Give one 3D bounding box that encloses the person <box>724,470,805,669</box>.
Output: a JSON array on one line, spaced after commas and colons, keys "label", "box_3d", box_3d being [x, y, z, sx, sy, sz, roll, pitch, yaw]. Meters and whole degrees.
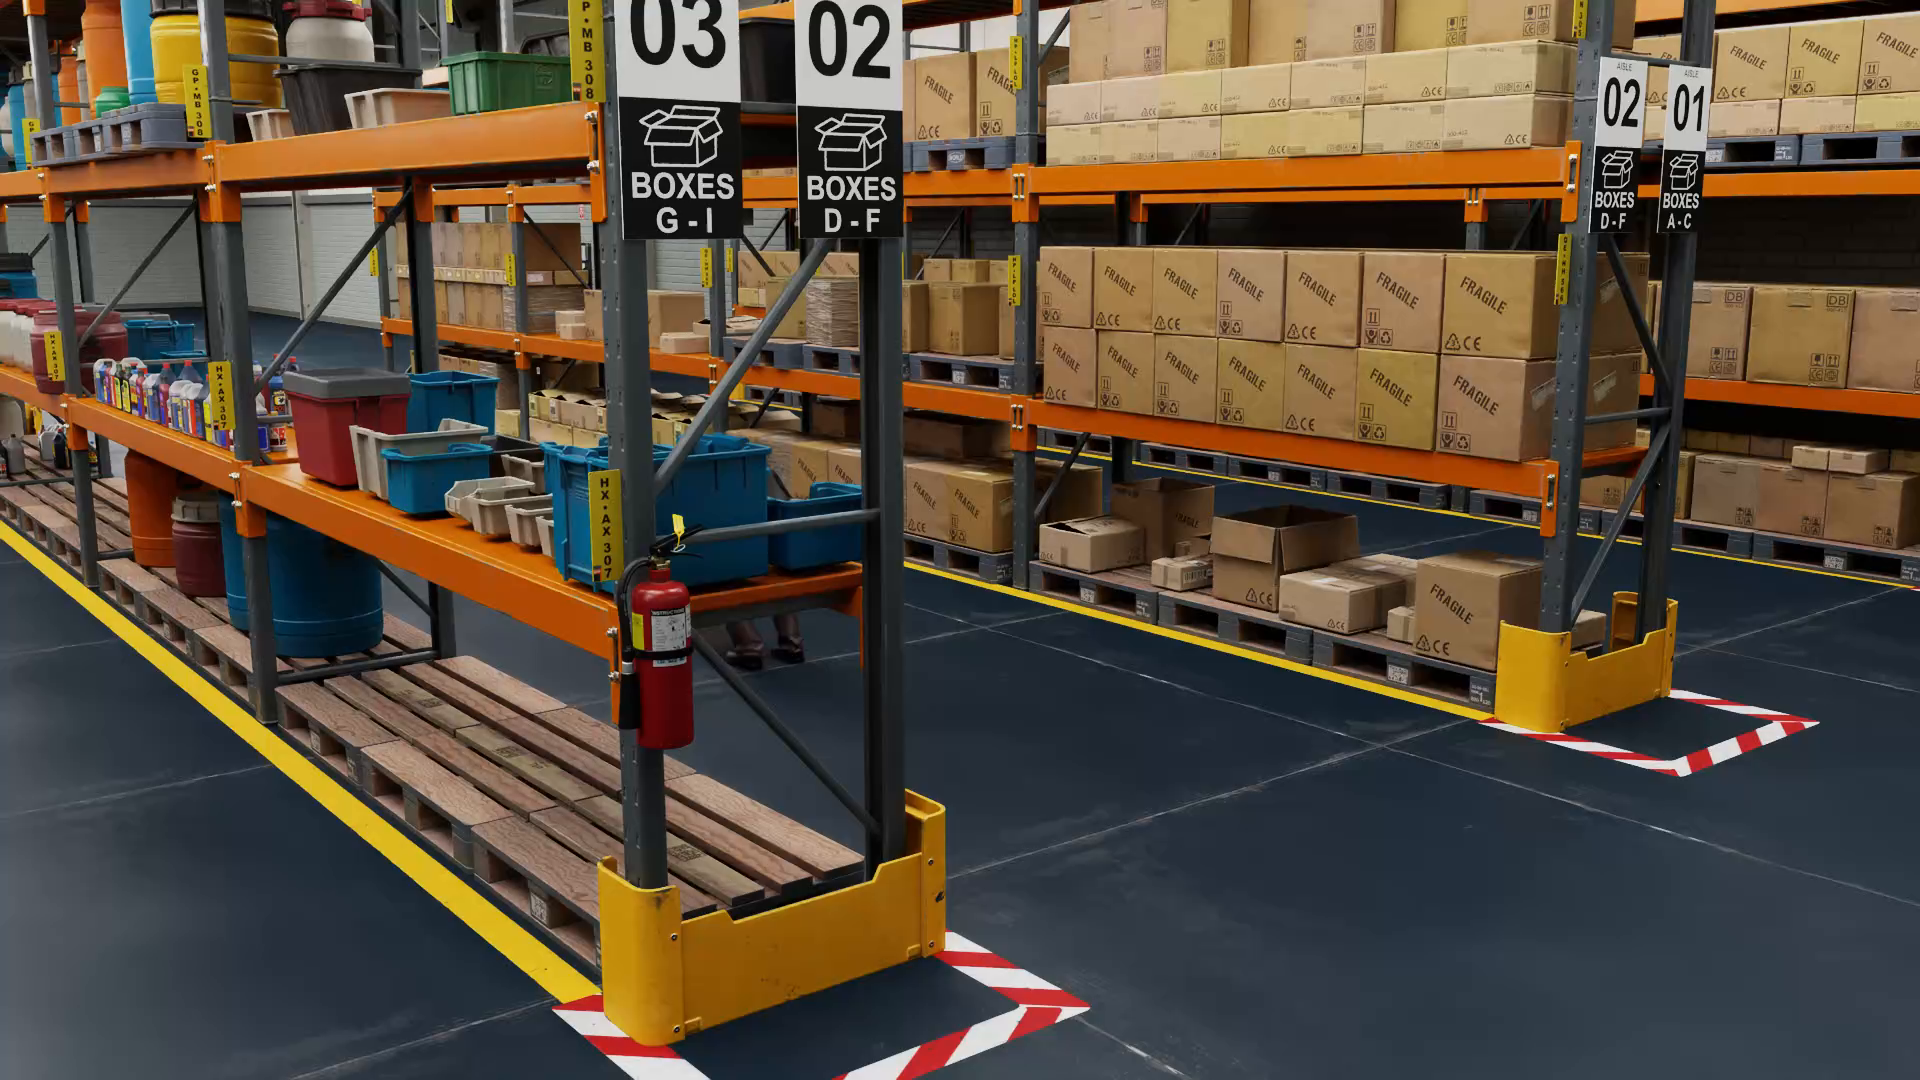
[{"label": "person", "box_3d": [-1.168, 0.103, 9.360, 0.579, 1.198, 0.797, -9, 14, -38]}]
